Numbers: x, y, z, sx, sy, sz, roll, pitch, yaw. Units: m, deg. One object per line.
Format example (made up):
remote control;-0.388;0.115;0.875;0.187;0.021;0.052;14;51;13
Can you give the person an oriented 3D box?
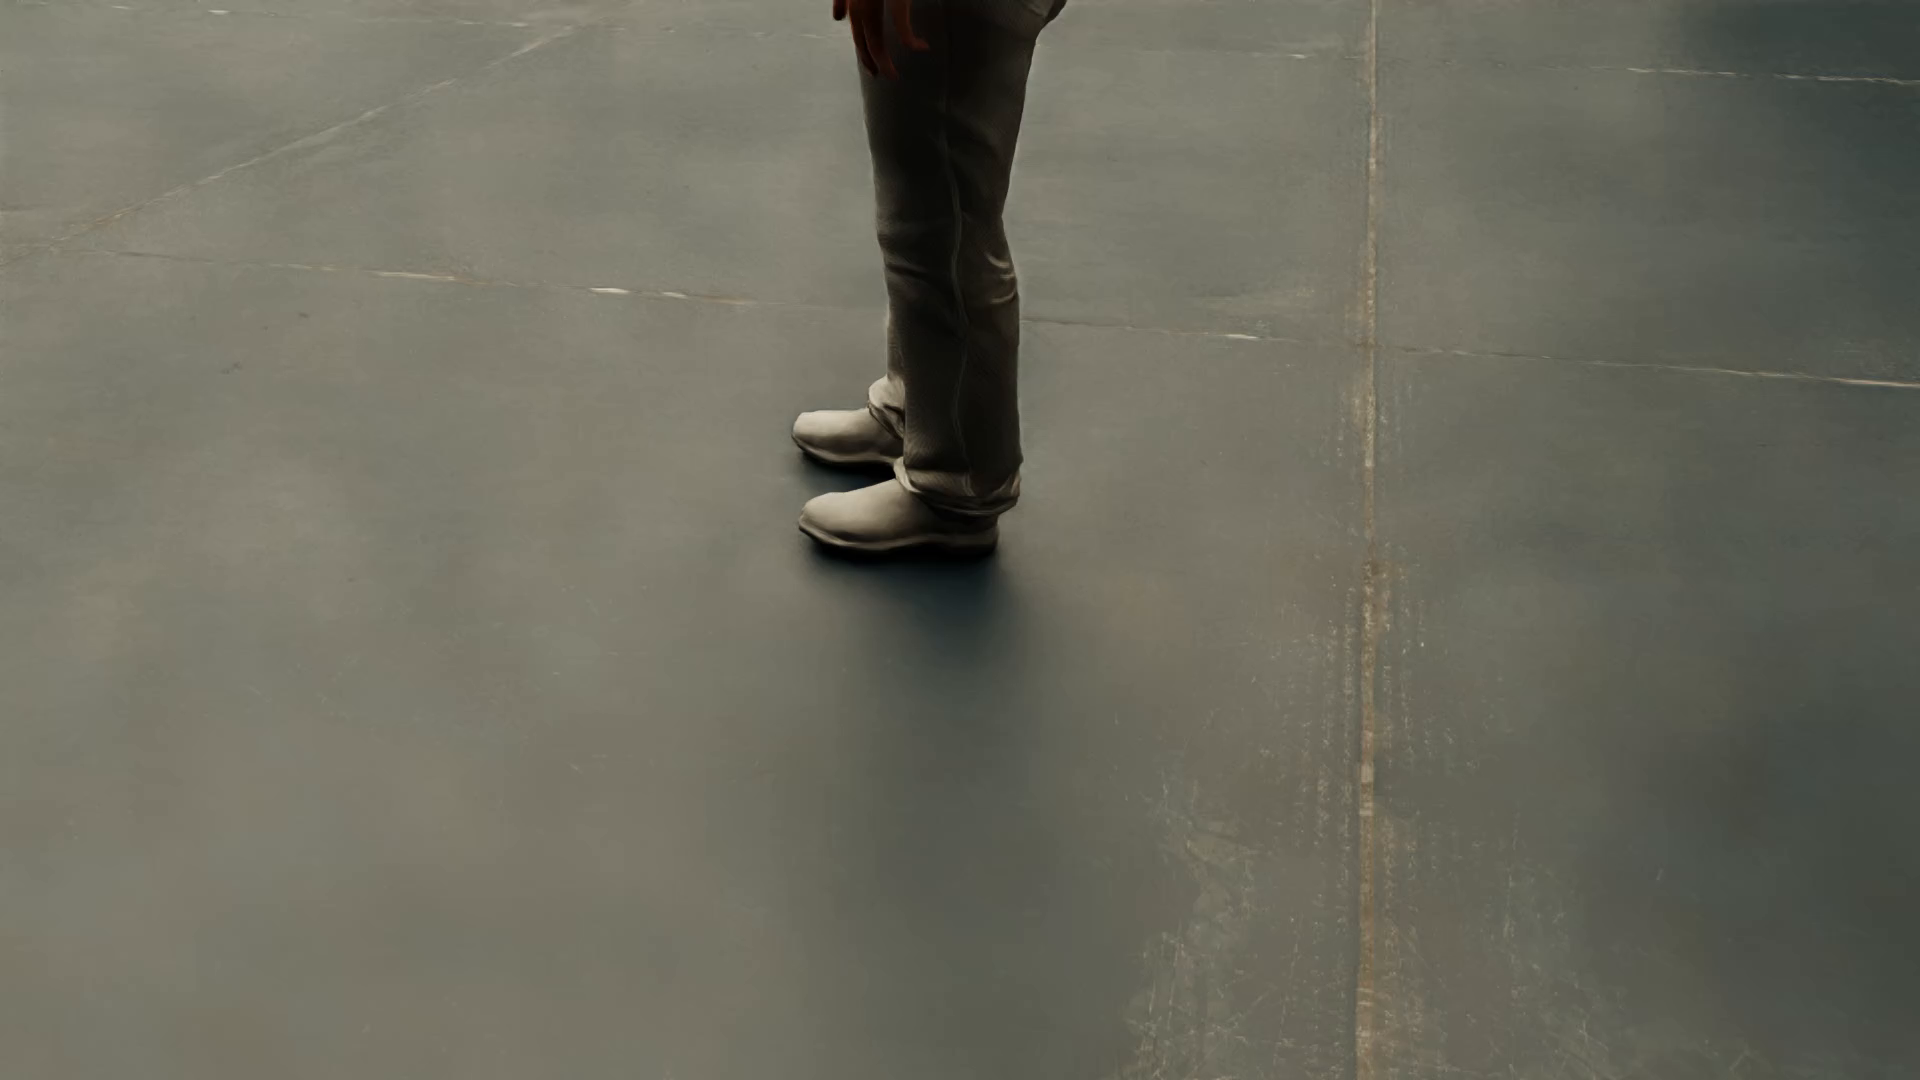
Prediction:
person;-0.059;-0.806;2.118;0.567;1.768;0.632;6;27;11
